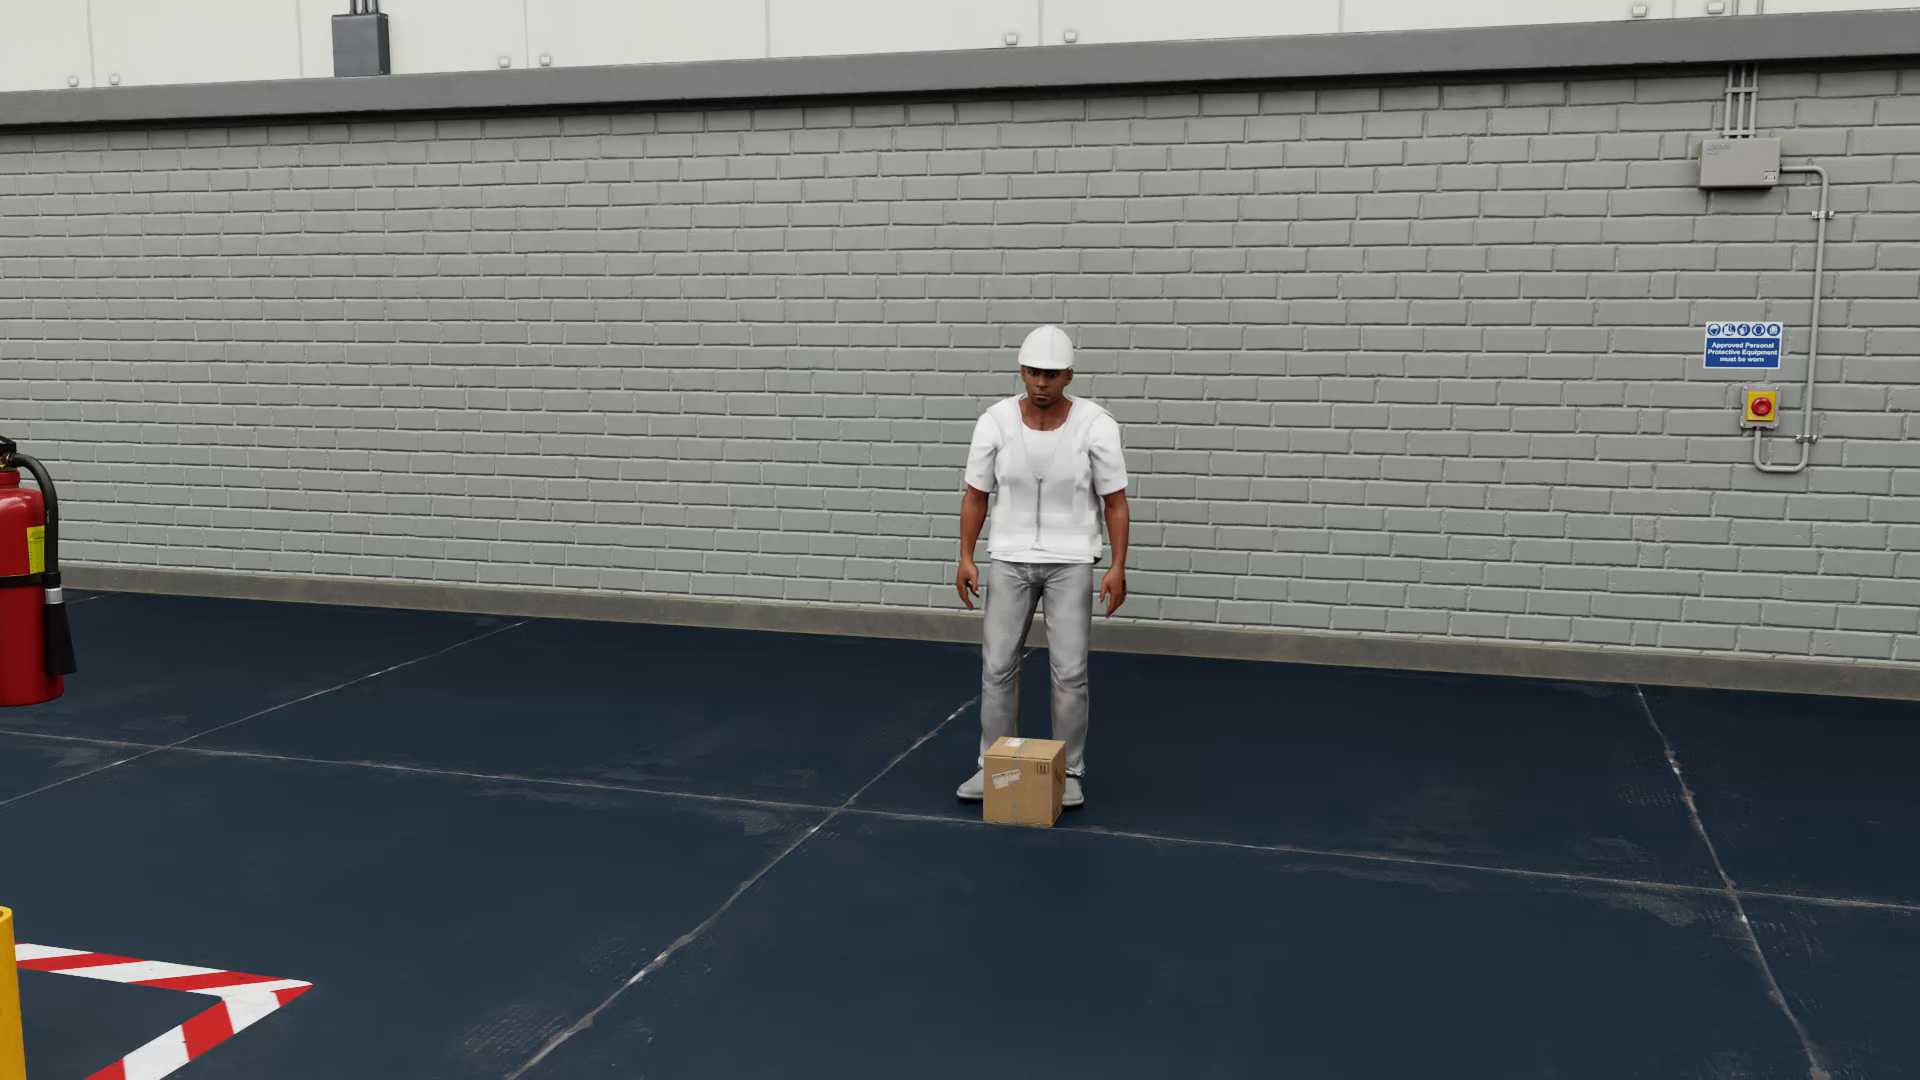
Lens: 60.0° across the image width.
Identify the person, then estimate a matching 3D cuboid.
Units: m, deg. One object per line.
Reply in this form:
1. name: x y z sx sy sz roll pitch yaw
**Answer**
1. person: 0.300 0.095 6.118 0.634 1.760 0.460 2 8 13
